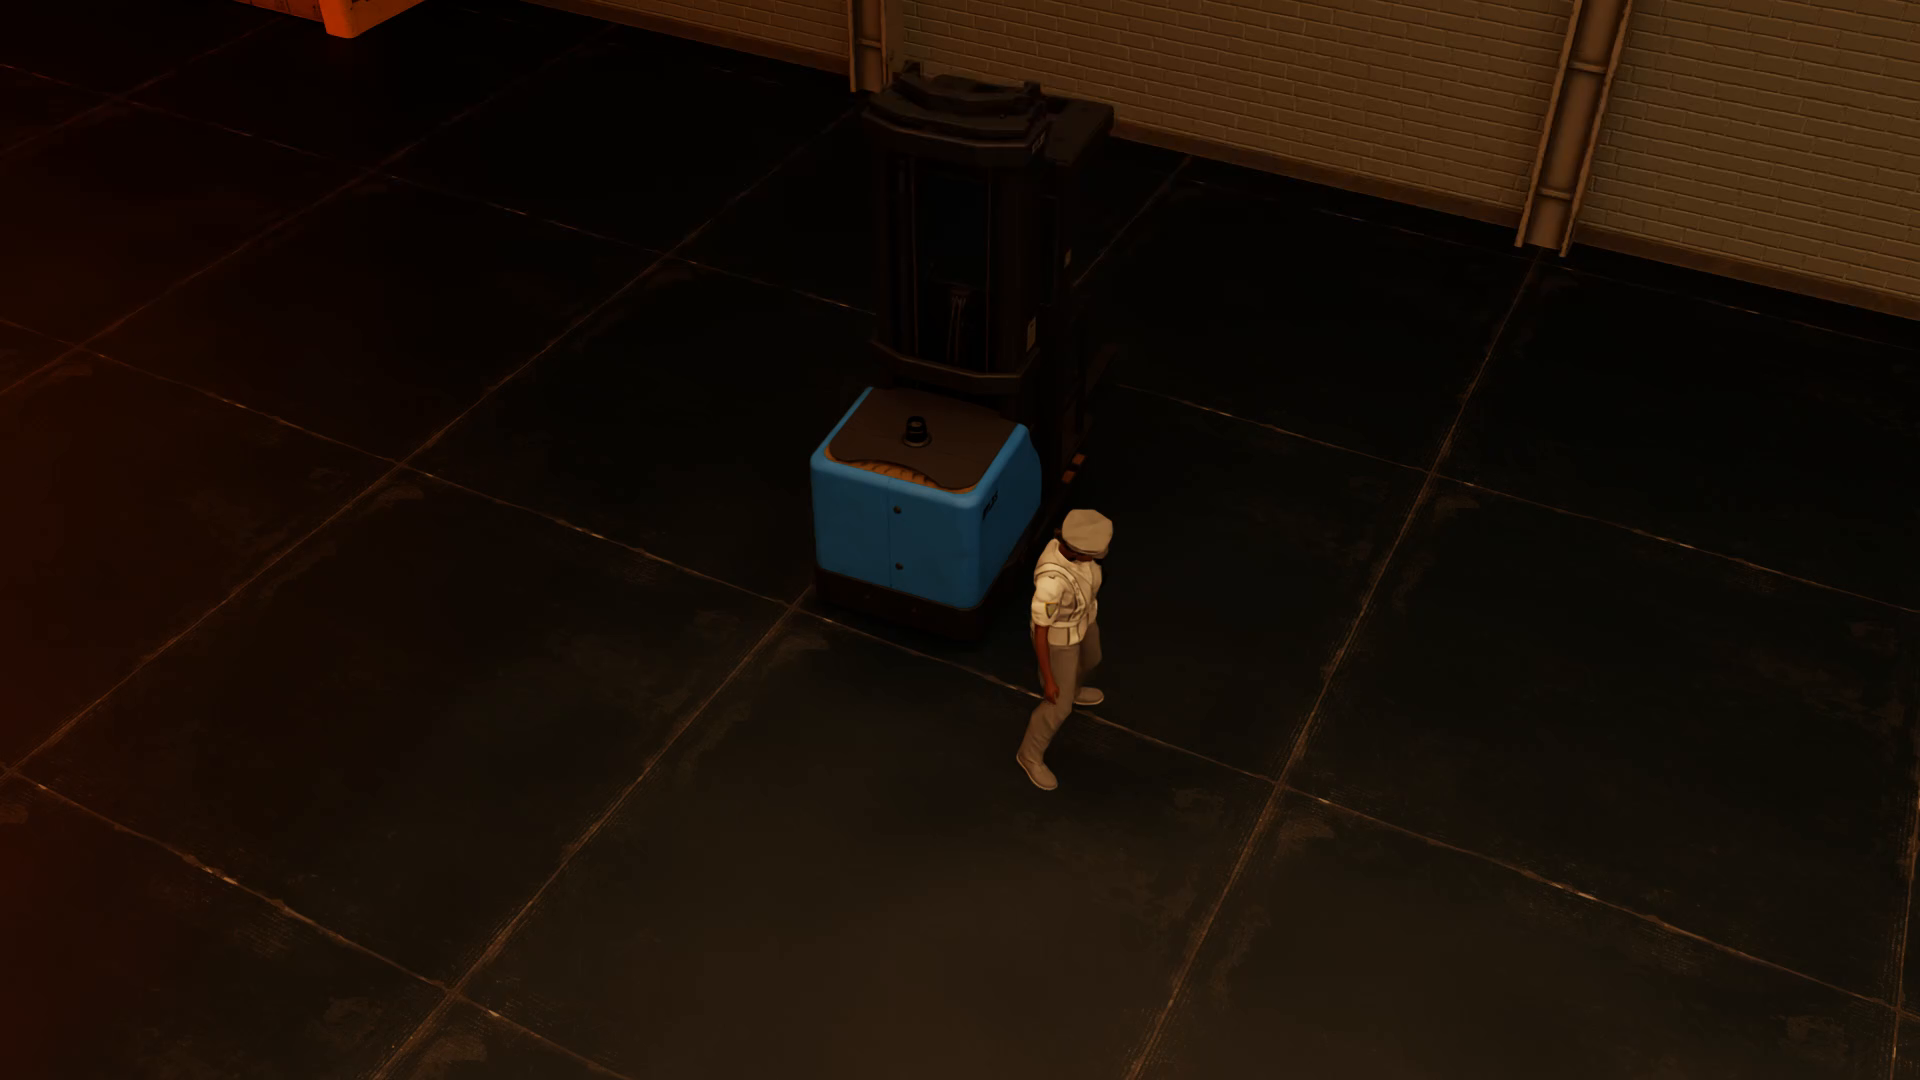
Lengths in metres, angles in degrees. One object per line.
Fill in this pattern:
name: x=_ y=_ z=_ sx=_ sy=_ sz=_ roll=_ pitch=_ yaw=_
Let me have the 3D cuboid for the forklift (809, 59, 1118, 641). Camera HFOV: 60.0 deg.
forklift: x=0.193 y=-1.498 z=9.765 sx=1.130 sy=2.935 sz=3.031 roll=15 pitch=42 yaw=17

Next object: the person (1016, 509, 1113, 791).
person: x=0.562 y=0.473 z=8.459 sx=0.409 sy=1.623 sz=0.837 roll=17 pitch=43 yaw=20
